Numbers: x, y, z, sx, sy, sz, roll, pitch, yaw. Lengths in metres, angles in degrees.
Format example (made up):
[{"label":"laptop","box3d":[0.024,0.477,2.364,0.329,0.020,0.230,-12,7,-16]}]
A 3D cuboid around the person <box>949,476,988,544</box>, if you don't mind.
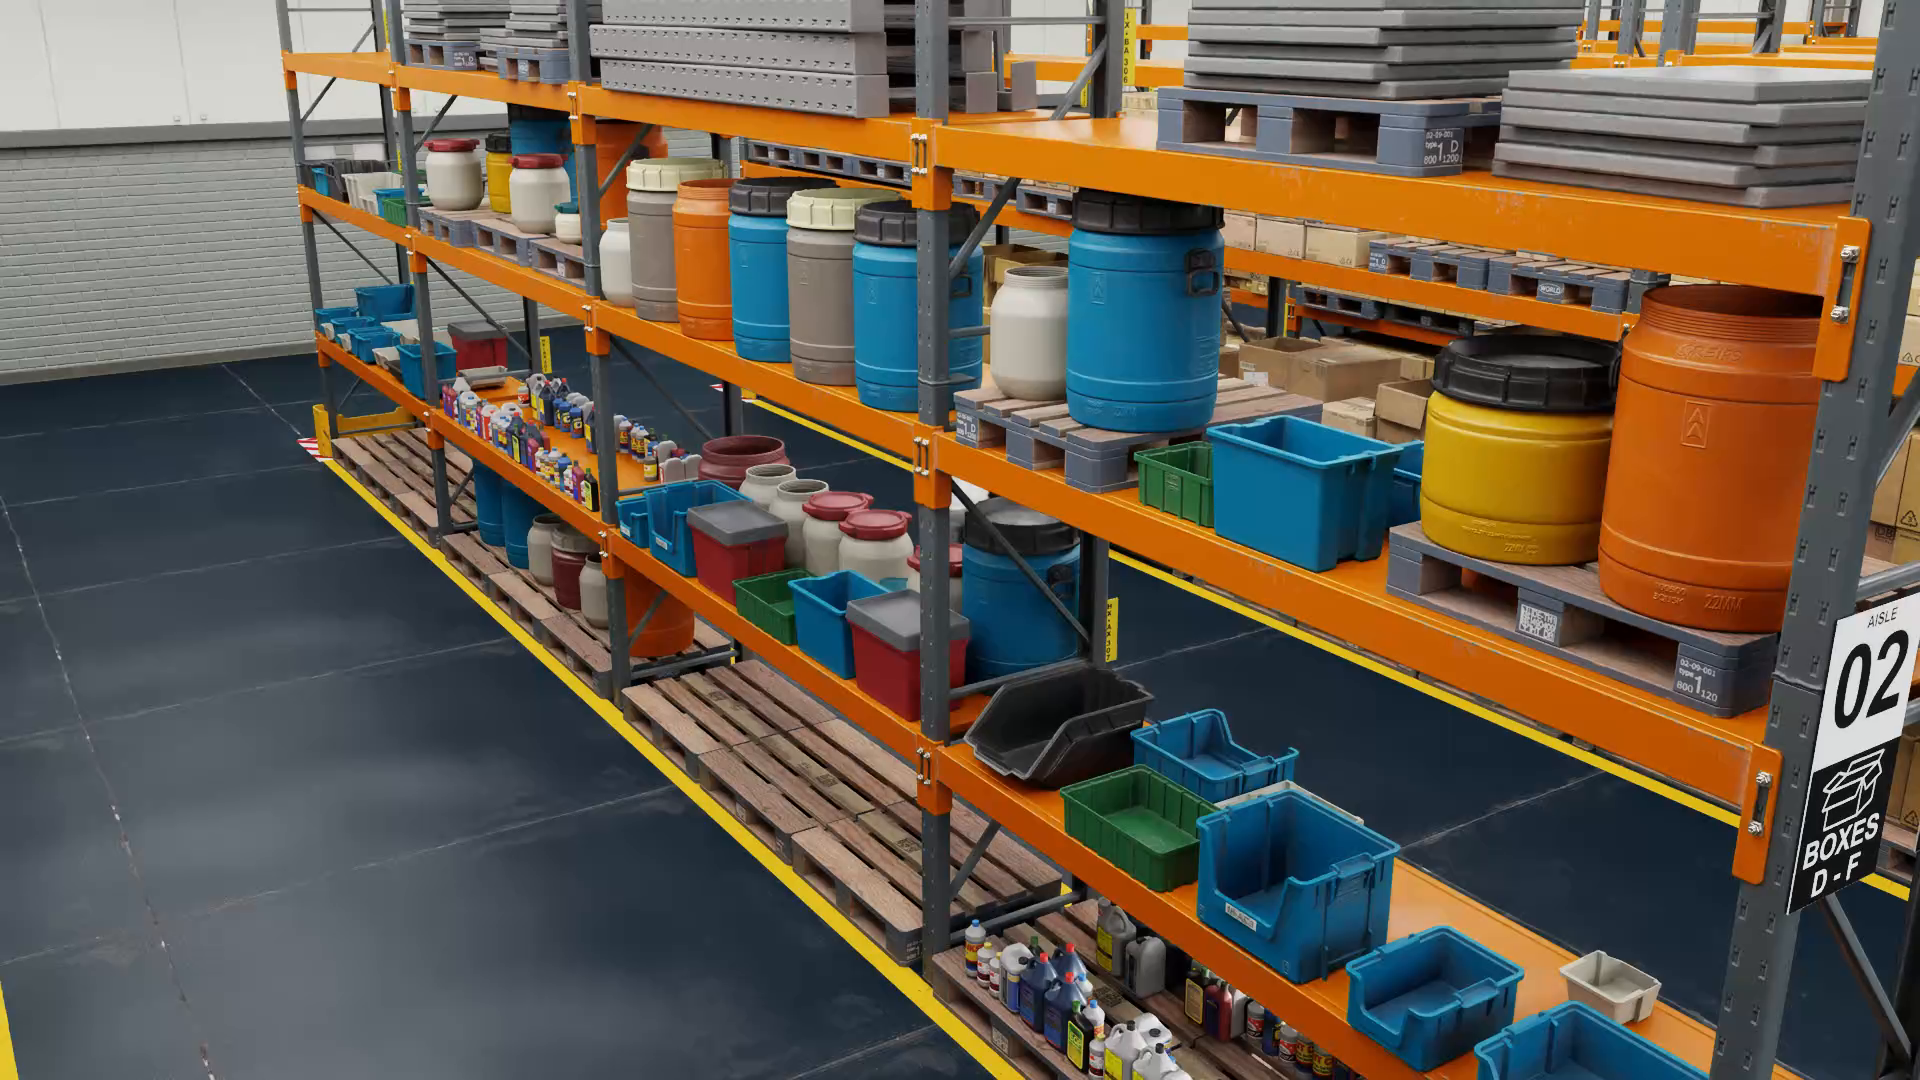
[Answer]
[{"label":"person","box3d":[-0.064,-0.281,12.892,0.494,1.763,0.549,-11,21,-30]}]
